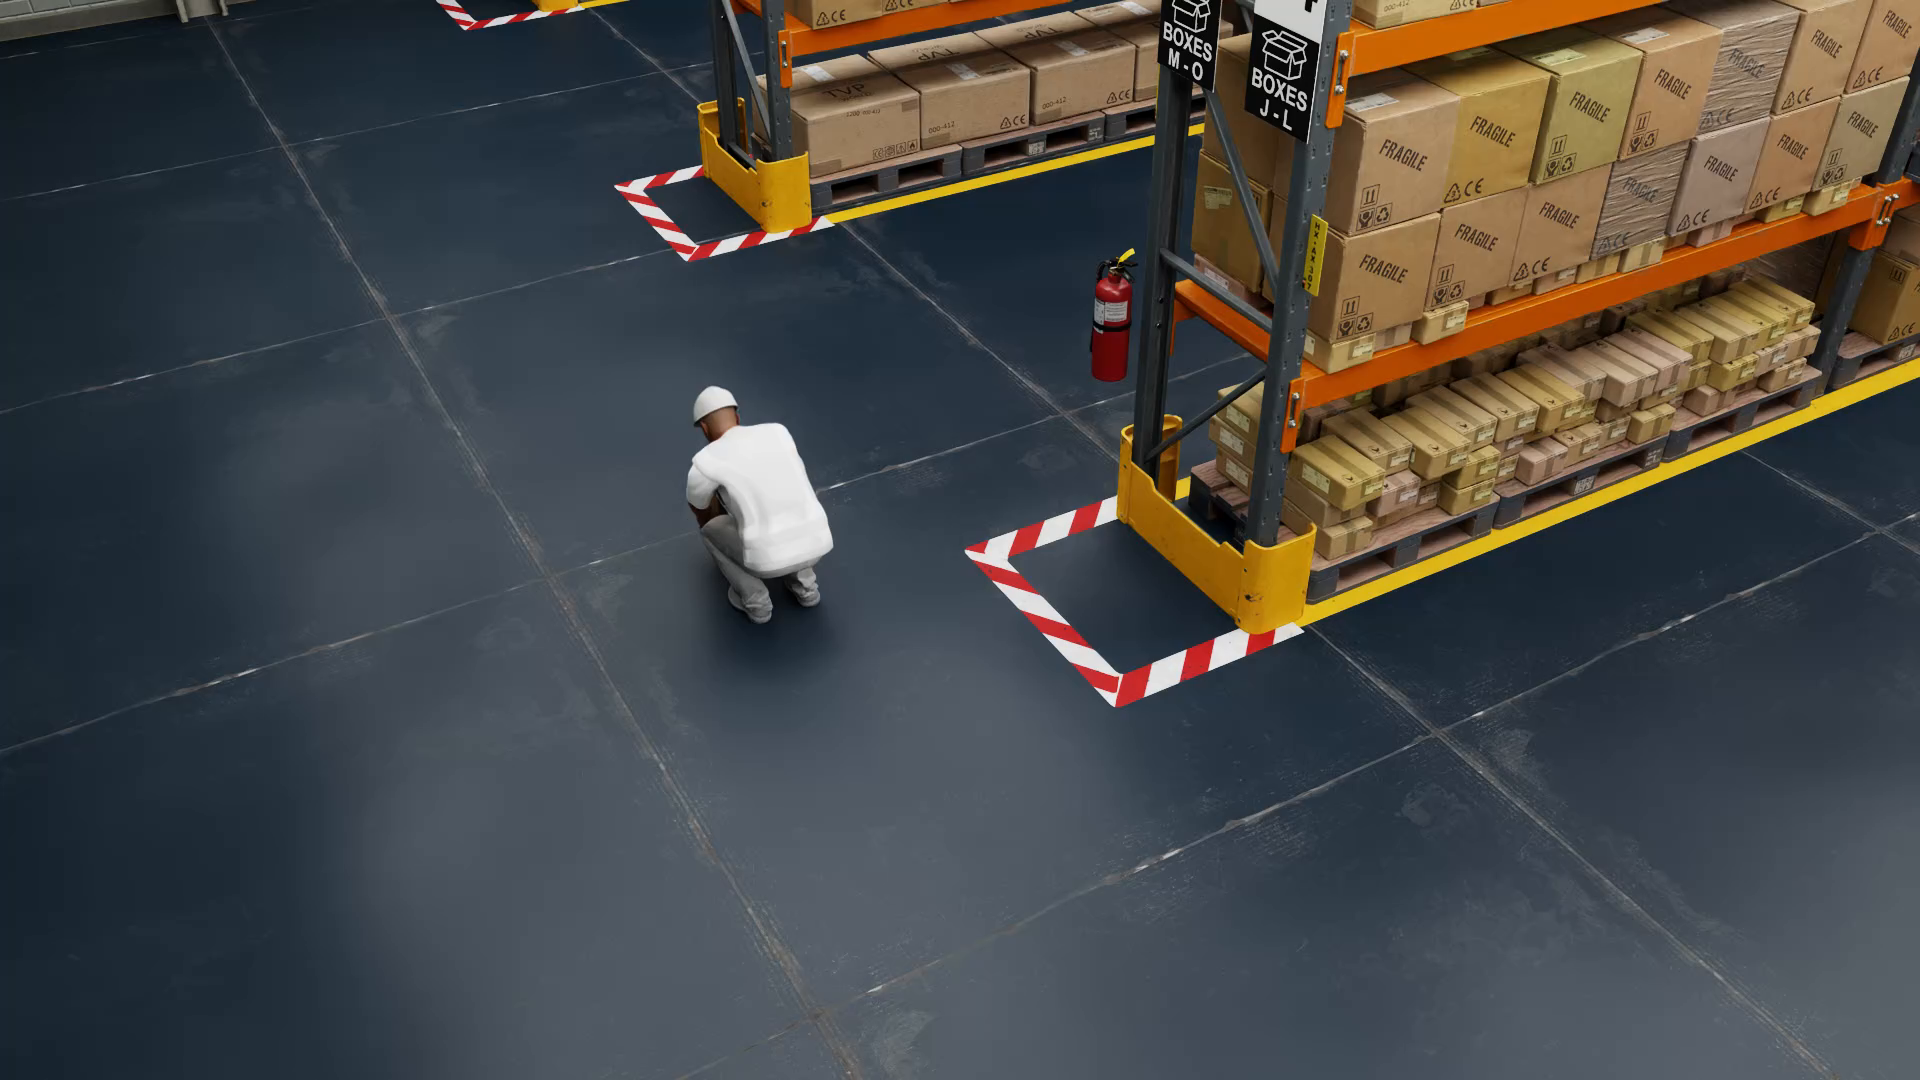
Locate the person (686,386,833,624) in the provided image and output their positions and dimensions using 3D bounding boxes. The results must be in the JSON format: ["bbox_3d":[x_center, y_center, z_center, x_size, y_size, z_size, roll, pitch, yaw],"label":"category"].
[{"bbox_3d":[-0.970,-0.178,7.799,0.590,0.998,0.883,-19,41,-24],"label":"person"}]
